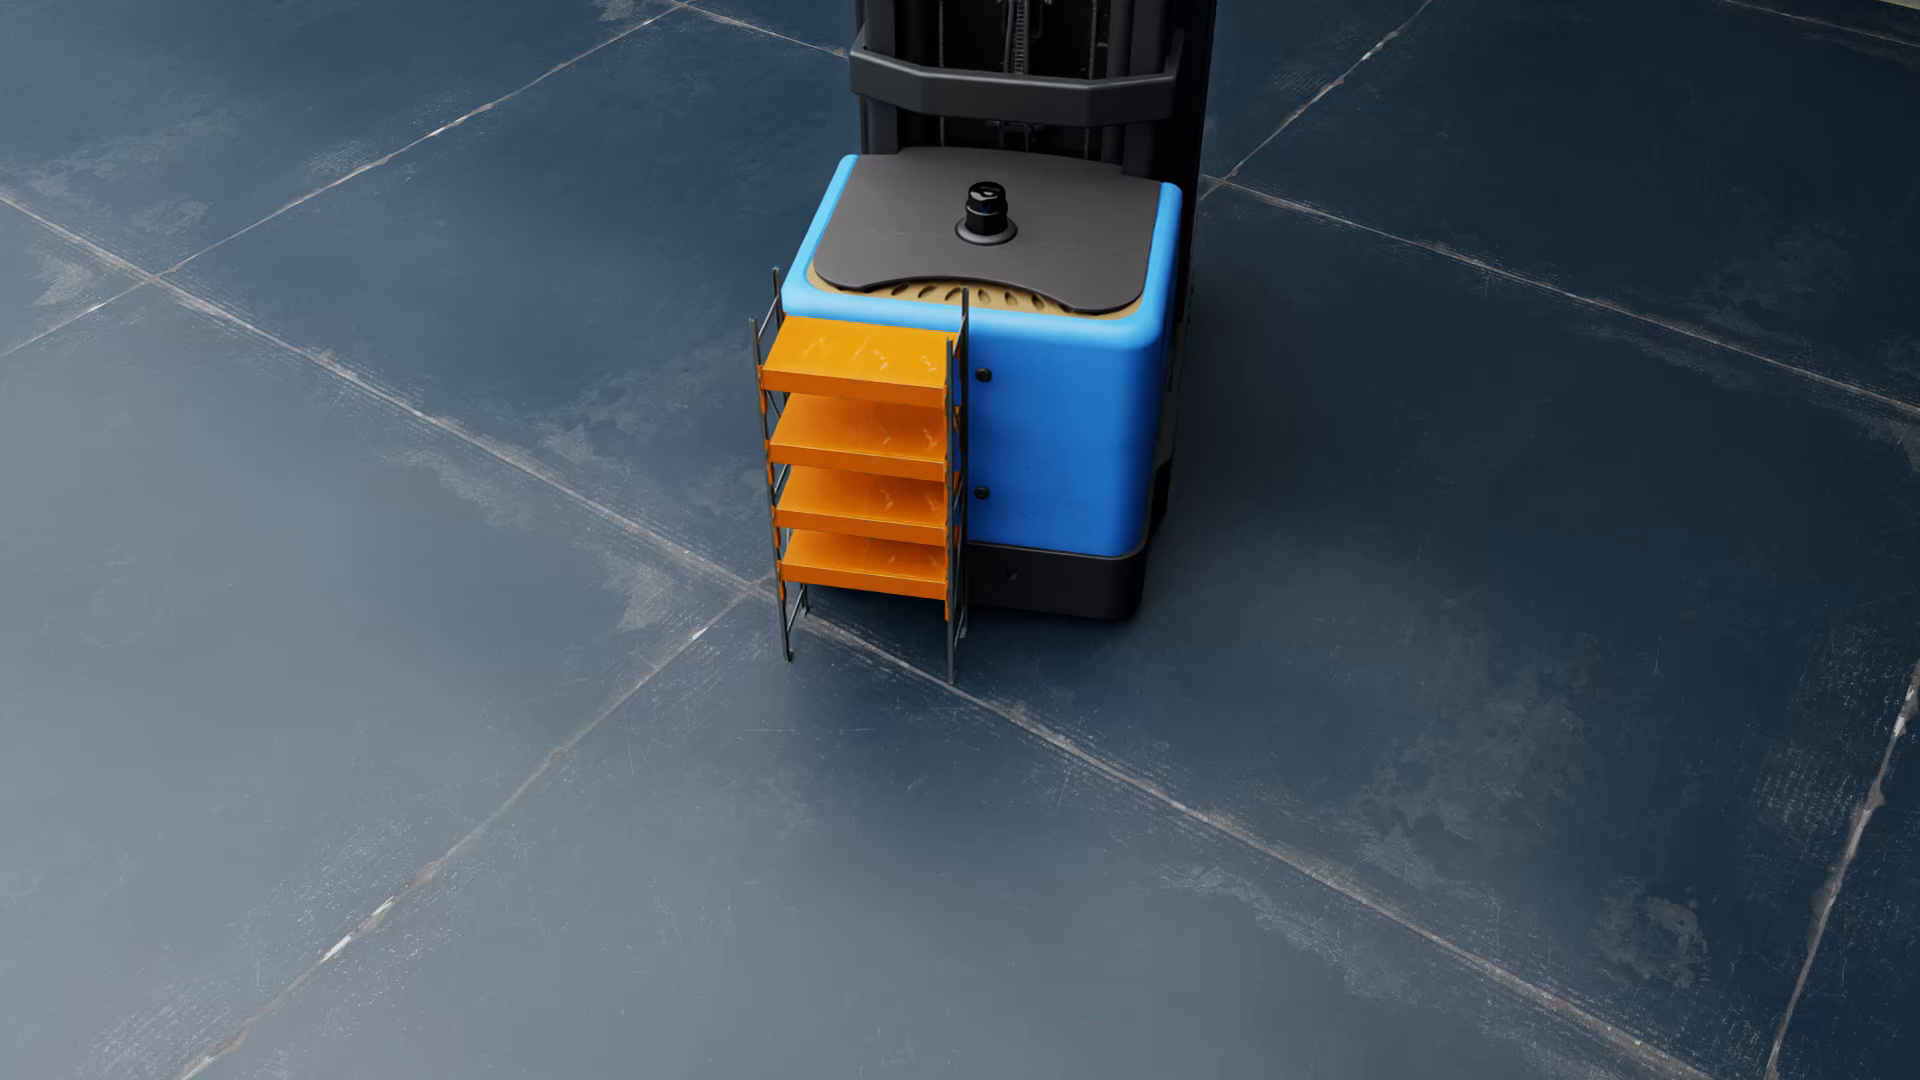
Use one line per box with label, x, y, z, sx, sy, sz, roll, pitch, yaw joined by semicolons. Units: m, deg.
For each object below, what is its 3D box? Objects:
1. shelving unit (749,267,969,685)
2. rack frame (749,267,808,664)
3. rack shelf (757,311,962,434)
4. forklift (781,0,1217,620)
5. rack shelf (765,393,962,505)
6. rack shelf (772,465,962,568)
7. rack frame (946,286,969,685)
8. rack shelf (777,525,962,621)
shelving unit;-0.246;-0.138;4.504;0.503;1.200;0.258;7;42;7
rack frame;-0.486;-0.166;4.536;0.015;1.200;0.240;7;42;7
rack shelf;-0.246;-0.430;4.242;0.480;0.148;0.258;7;42;7
forklift;0.268;-1.848;5.118;1.130;2.935;3.031;7;42;7
rack shelf;-0.246;-0.254;4.400;0.480;0.148;0.258;7;42;7
rack shelf;-0.246;-0.088;4.549;0.480;0.148;0.258;7;42;7
rack frame;-0.006;-0.109;4.472;0.015;1.200;0.240;7;42;7
rack shelf;-0.246;0.060;4.681;0.480;0.148;0.258;7;42;7
